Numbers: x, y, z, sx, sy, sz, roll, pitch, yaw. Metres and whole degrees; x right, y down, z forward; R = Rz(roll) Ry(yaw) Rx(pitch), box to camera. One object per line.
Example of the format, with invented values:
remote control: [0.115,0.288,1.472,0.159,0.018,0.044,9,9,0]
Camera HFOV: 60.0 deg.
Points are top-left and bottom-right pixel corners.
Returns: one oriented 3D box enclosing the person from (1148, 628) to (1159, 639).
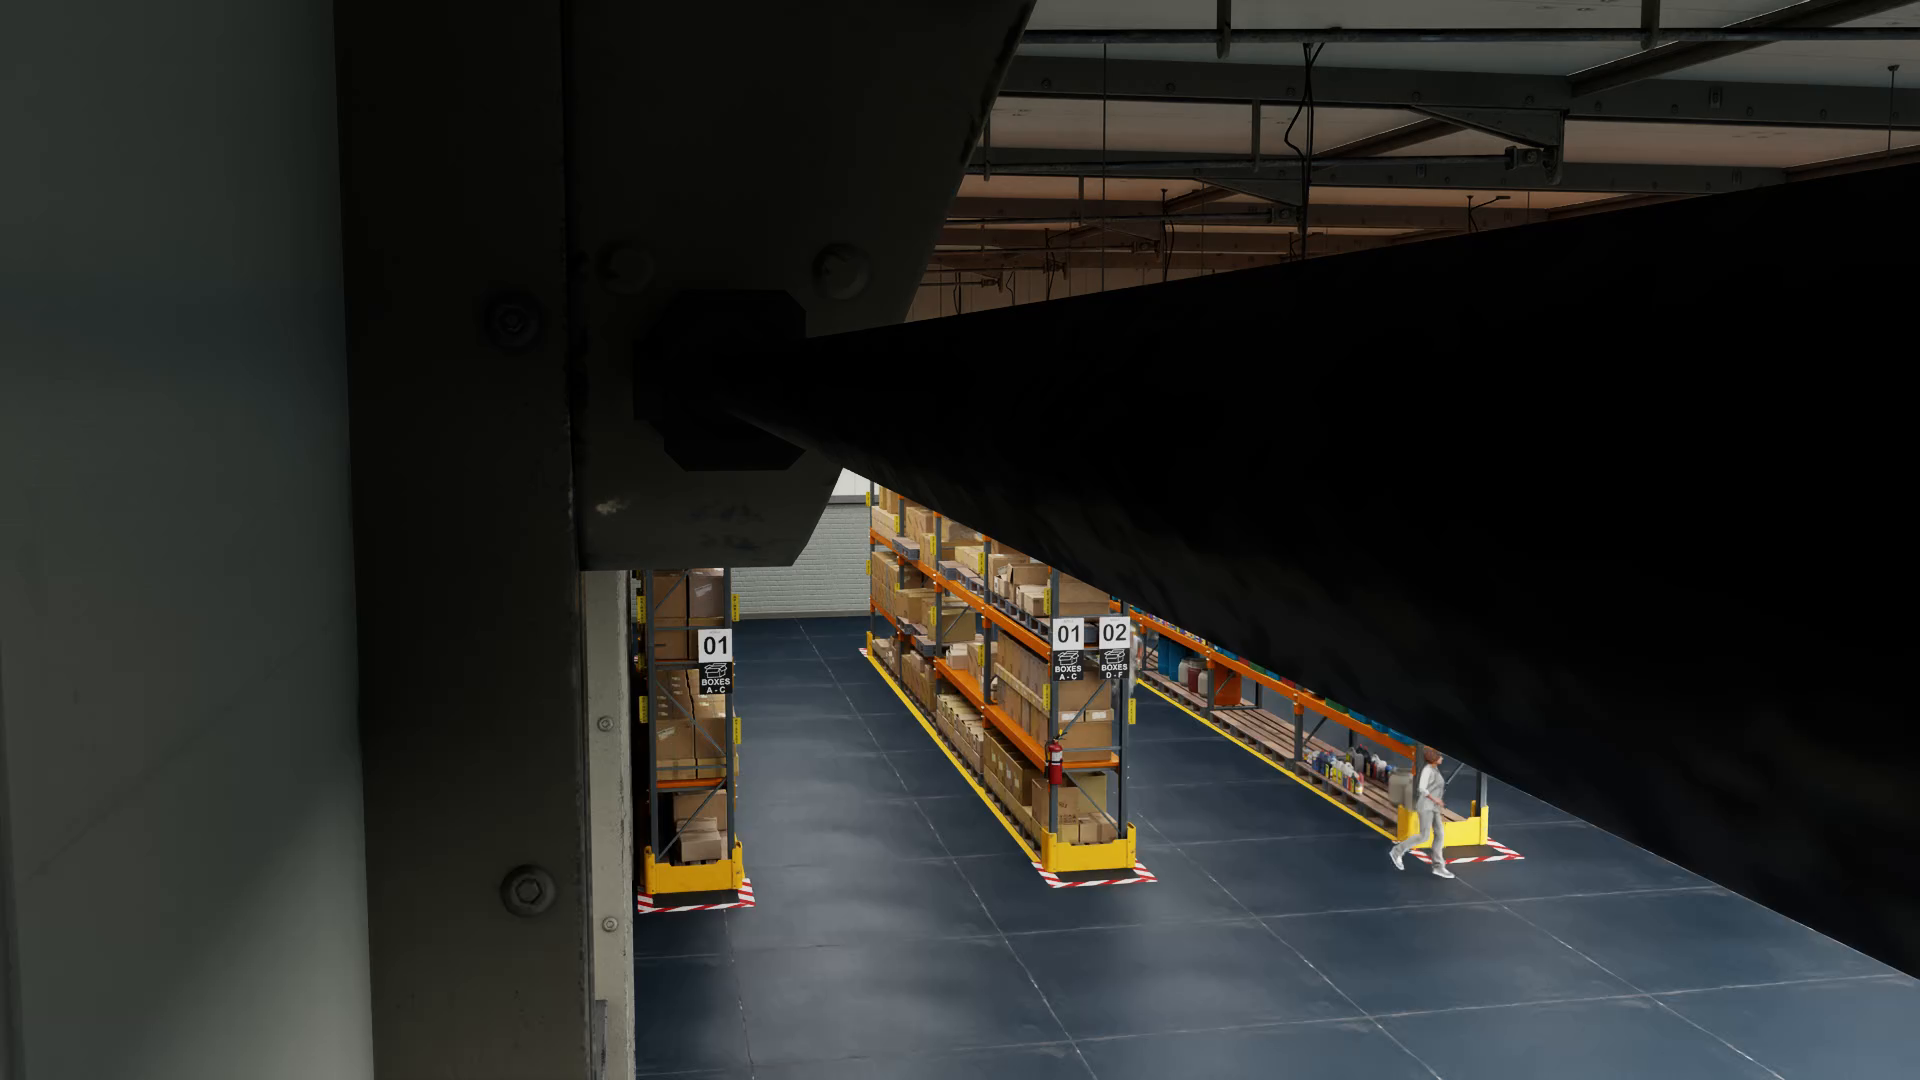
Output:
person: [4.574,1.513,38.364,0.583,1.667,0.618,4,7,30]

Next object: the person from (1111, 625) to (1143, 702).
person: [2.982,2.346,30.235,0.659,1.722,0.912,-2,6,-18]

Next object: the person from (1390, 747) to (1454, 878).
person: [5.848,3.374,20.833,0.793,1.572,0.628,3,7,27]
